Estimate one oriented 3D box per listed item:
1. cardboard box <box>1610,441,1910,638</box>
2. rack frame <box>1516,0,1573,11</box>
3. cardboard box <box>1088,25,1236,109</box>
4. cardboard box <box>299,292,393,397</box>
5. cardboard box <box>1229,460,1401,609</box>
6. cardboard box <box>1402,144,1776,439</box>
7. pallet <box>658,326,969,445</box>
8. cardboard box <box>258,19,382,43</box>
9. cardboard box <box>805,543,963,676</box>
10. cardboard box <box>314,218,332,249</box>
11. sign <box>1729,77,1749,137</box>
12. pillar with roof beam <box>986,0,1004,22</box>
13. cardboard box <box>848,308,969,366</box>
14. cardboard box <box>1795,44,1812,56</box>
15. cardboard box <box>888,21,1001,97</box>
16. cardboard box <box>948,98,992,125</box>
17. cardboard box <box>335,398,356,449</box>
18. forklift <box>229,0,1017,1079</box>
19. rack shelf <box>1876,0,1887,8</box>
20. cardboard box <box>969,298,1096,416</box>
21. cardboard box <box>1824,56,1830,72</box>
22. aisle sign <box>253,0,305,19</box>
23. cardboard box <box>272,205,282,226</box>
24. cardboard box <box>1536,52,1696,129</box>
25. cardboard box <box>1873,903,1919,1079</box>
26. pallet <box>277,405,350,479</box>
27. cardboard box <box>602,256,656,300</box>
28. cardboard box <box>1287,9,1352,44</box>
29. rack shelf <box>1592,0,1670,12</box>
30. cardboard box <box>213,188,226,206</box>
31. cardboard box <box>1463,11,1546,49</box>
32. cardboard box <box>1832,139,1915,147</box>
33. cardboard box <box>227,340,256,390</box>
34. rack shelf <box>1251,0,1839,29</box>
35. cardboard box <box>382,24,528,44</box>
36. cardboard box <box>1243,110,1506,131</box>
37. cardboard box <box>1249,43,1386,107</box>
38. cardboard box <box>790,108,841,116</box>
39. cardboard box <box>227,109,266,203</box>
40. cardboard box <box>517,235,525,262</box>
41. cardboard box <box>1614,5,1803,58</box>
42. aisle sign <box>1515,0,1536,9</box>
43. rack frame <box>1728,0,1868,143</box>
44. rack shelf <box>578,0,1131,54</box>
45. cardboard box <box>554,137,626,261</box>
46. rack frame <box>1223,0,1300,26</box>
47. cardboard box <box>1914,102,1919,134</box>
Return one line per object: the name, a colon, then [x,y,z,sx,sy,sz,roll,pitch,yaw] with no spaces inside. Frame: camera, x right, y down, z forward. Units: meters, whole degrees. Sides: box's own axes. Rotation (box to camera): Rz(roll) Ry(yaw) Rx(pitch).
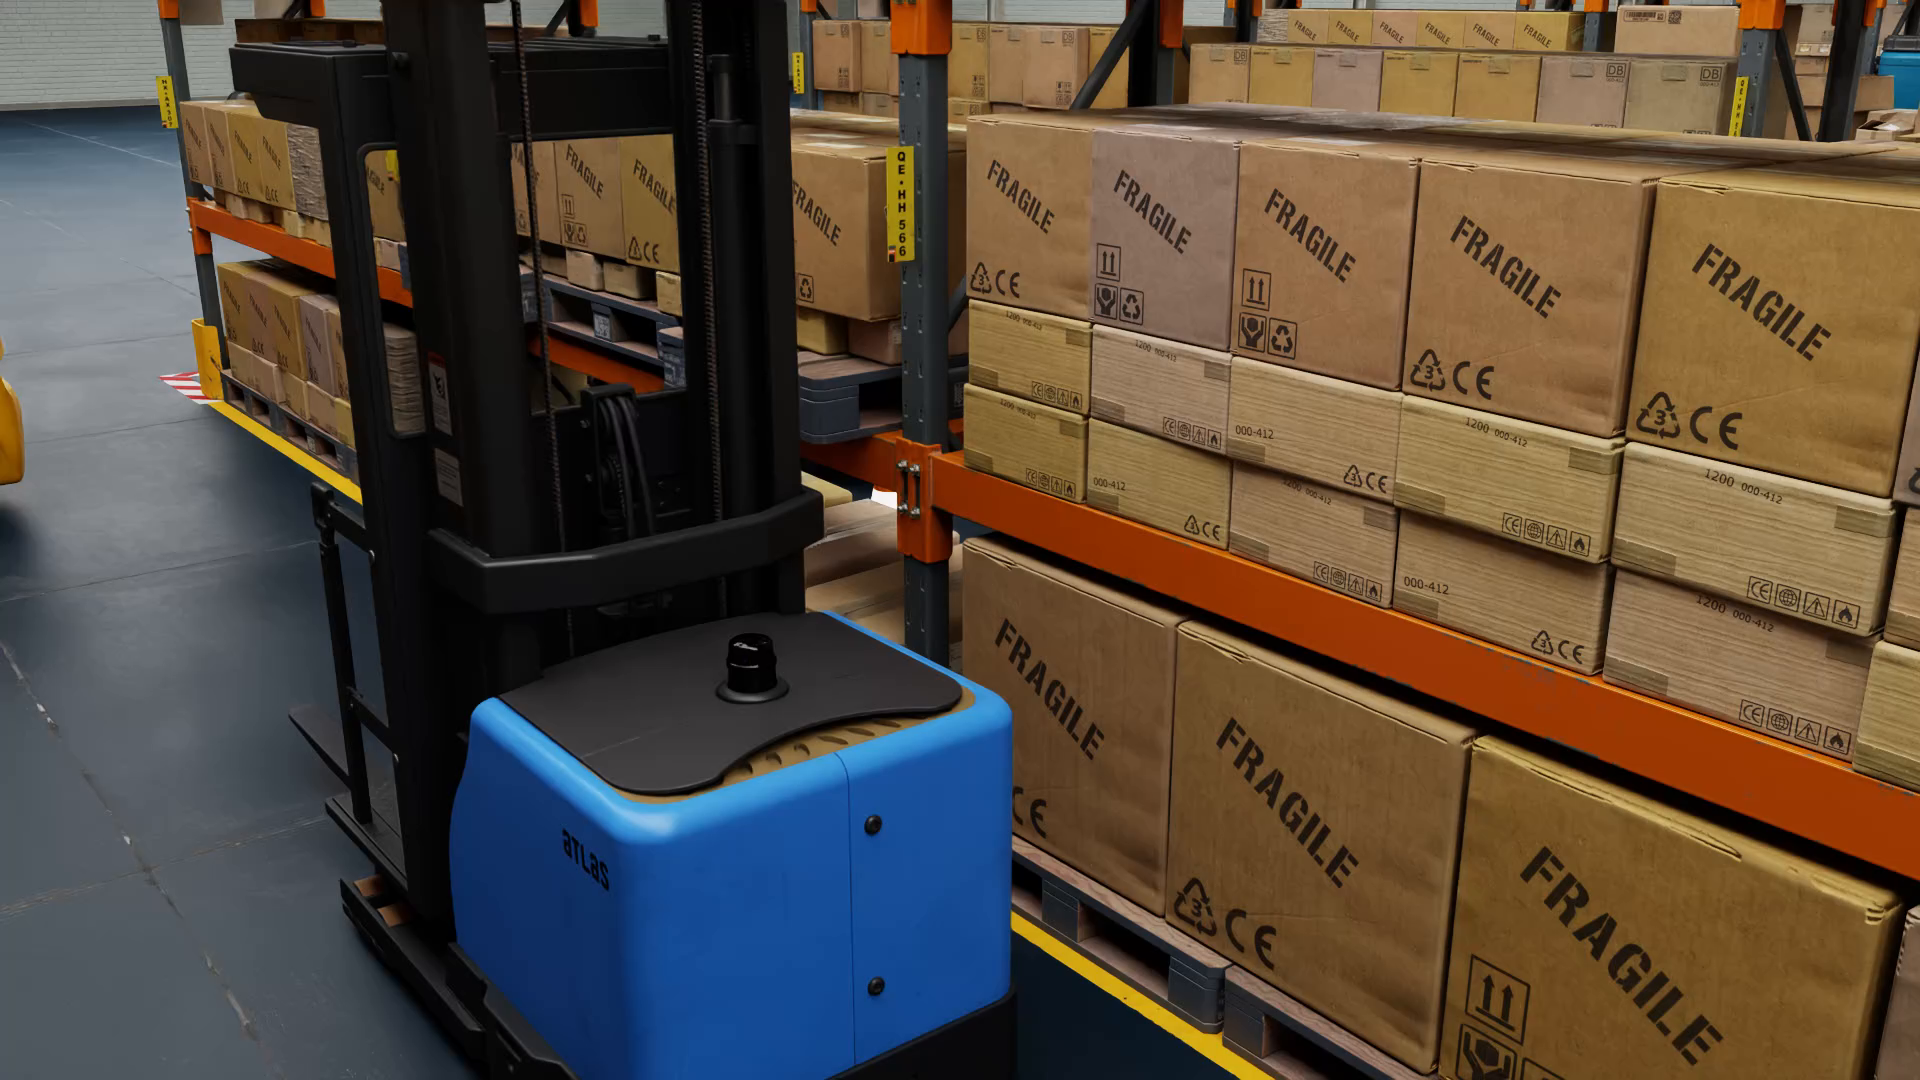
cardboard box: [1.628,-0.053,3.194,0.500,0.250,0.500,-13,23,-35]
rack frame: [6.935,-5.435,20.006,1.000,3.000,0.127,-14,23,-36]
cardboard box: [1.383,-3.221,11.363,0.875,0.550,0.550,-14,23,-36]
cardboard box: [-3.445,-1.143,9.555,0.500,0.500,0.500,-13,22,-33]
cardboard box: [1.012,-0.069,4.037,0.500,0.250,0.500,-13,22,-34]
cardboard box: [1.301,-0.540,3.473,0.500,0.500,0.500,-14,23,-35]
pallet: [-0.275,-0.627,5.790,1.213,0.211,1.003,-14,23,-36]
cardboard box: [-3.919,-2.988,10.393,0.700,0.500,0.500,-14,23,-36]
cardboard box: [-0.092,0.344,6.065,0.950,0.372,0.625,-16,24,-40]
cardboard box: [-3.304,-1.699,9.122,0.380,0.149,0.250,-14,23,-37]
sign: [3.636,-1.995,7.773,0.100,0.325,0.005,-14,23,-36]
pillar with roof beam: [-2.462,-15.287,40.213,9.100,9.000,0.400,-14,23,-36]
cardboard box: [-0.137,-0.678,5.371,0.380,0.149,0.250,-13,22,-34]
cardboard box: [11.215,-6.492,22.004,0.380,0.149,0.250,-14,23,-36]
cardboard box: [-0.043,-3.728,12.894,0.875,0.550,0.550,-14,23,-36]
cardboard box: [0.337,-3.098,12.708,0.875,0.550,0.500,-14,23,-36]
cardboard box: [-3.148,-0.665,9.307,0.500,0.250,0.500,-15,23,-38]
forklift: [-1.163,-0.274,4.529,1.130,2.935,3.031,-14,23,-36]
rack shelf: [10.661,-5.039,15.182,1.077,0.370,4.000,-14,23,-36]
cardboard box: [0.372,-0.556,4.714,0.500,0.250,0.500,-14,23,-36]
cardboard box: [11.734,-6.079,21.791,0.700,0.500,0.500,-14,23,-36]
aisle sign: [-4.527,-3.841,11.054,0.394,0.787,0.004,-14,23,-36]
cardboard box: [-3.878,-1.968,9.935,0.380,0.149,0.250,-13,22,-34]
cardboard box: [3.483,-2.313,8.827,0.700,0.500,0.500,-14,23,-37]
cardboard box: [2.287,1.094,2.997,0.875,0.875,0.875,-13,22,-34]
pallet: [-3.439,-0.685,10.094,1.003,0.211,1.213,-14,23,-36]
cardboard box: [-1.161,-1.045,6.477,0.380,0.149,0.250,-15,23,-38]
cardboard box: [3.485,-4.819,15.920,0.500,0.500,0.500,-14,23,-36]
rack shelf: [6.778,-4.073,12.263,1.077,0.370,4.000,-14,23,-36]
cardboard box: [-4.667,-2.291,10.910,0.380,0.149,0.250,-14,23,-36]
cardboard box: [4.730,-4.327,14.434,0.500,0.500,0.500,-14,23,-36]
cardboard box: [4.207,-1.764,7.703,0.380,0.149,0.250,-14,23,-36]
cardboard box: [-4.432,-1.176,10.848,0.500,0.250,0.500,-14,23,-37]
rack shelf: [2.827,-3.130,9.415,1.077,0.370,4.000,-14,23,-36]
cardboard box: [-2.635,-2.493,8.897,0.700,0.500,0.500,-14,23,-36]
cardboard box: [1.102,-0.884,4.511,0.500,0.500,0.500,-13,23,-35]
cardboard box: [2.219,-2.815,10.341,0.700,0.500,0.500,-14,23,-37]
cardboard box: [-0.815,-1.489,6.786,0.500,0.500,0.500,-15,24,-38]
cardboard box: [-3.998,-2.300,9.905,0.500,0.500,0.500,-15,23,-37]
cardboard box: [-1.753,-1.313,7.288,0.380,0.149,0.250,-12,22,-33]
cardboard box: [5.920,-3.744,13.276,1.000,1.000,1.000,-14,23,-36]
aisle sign: [6.661,-6.630,19.478,0.394,0.787,0.004,-14,23,-36]
rack frame: [4.069,-1.554,8.285,1.000,3.000,0.127,-14,23,-36]
rack shelf: [-0.990,-2.139,6.422,1.077,0.370,4.000,-14,23,-36]
cardboard box: [-1.231,-1.393,6.498,0.500,0.500,0.500,-15,24,-38]
rack frame: [3.053,-4.469,17.086,1.000,3.000,0.127,-14,23,-36]
cardboard box: [7.228,-2.988,11.786,0.700,0.500,0.500,-10,21,-28]
